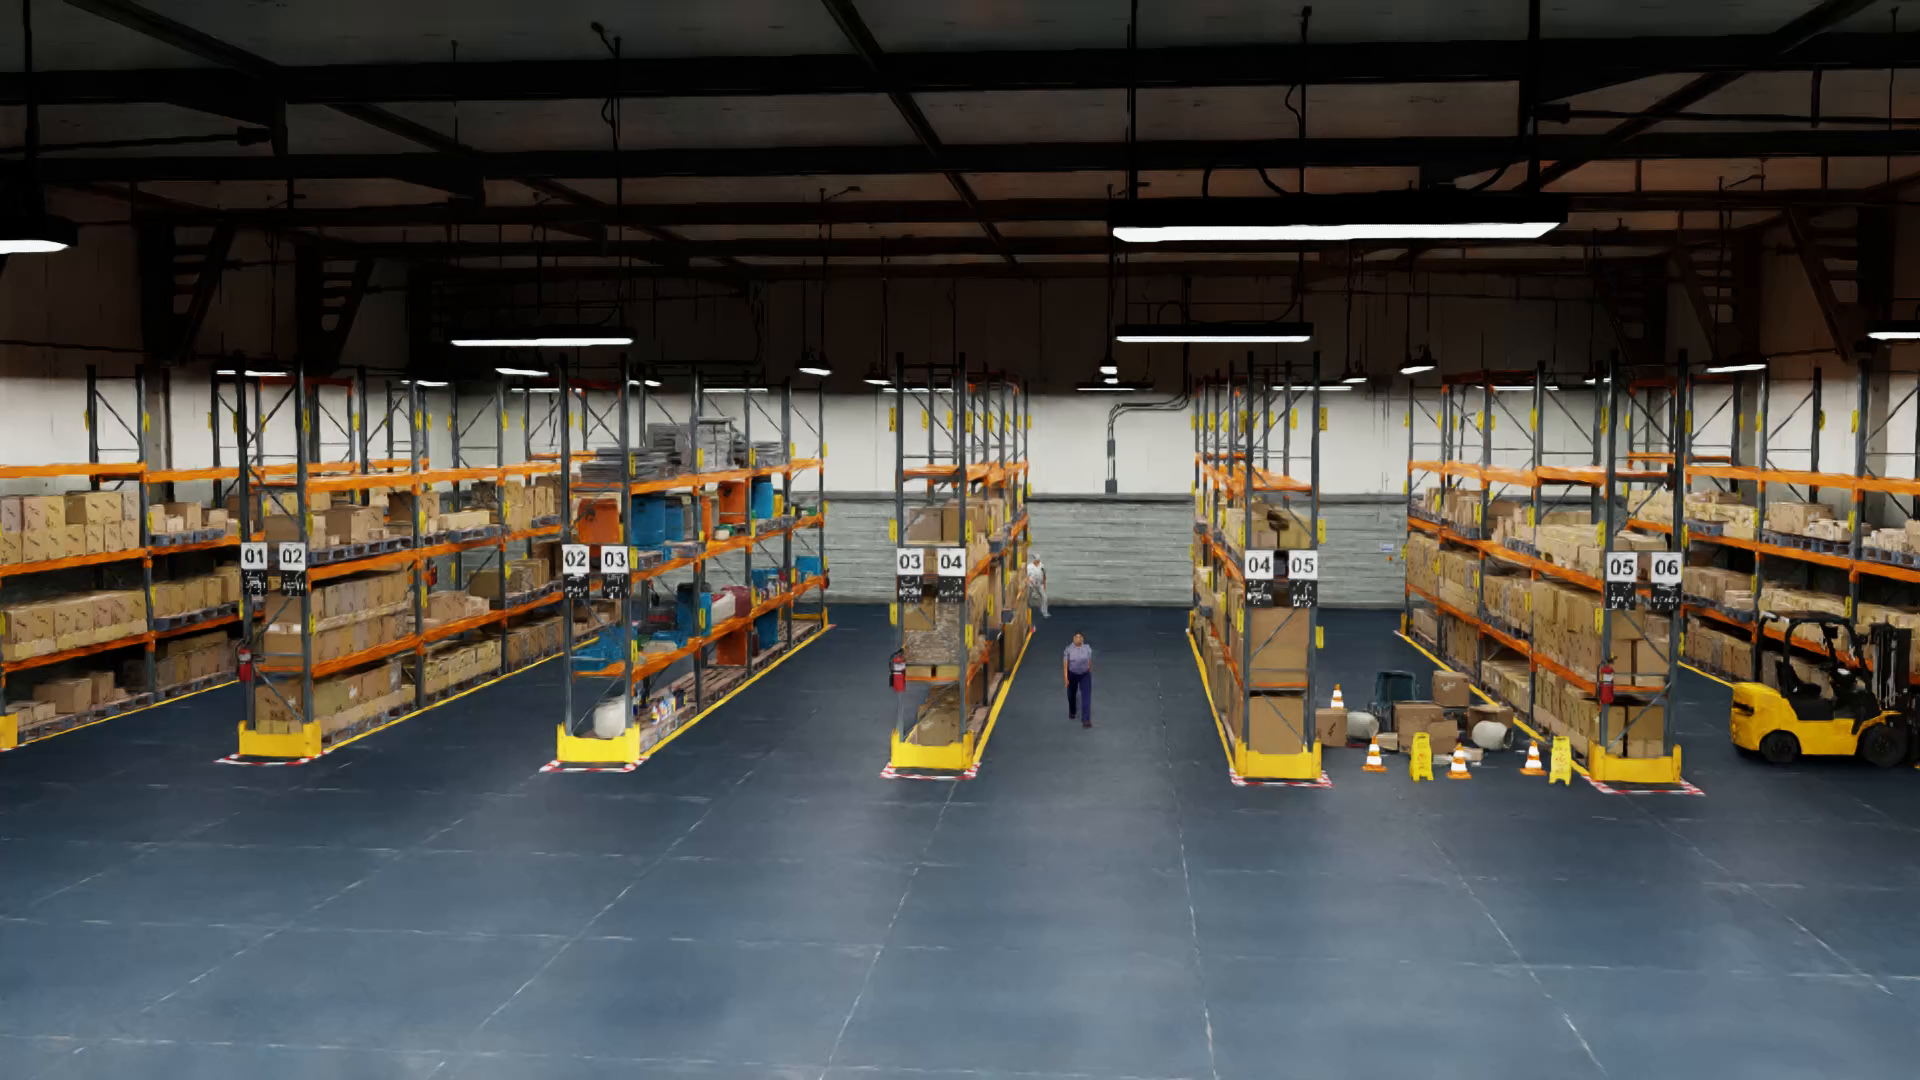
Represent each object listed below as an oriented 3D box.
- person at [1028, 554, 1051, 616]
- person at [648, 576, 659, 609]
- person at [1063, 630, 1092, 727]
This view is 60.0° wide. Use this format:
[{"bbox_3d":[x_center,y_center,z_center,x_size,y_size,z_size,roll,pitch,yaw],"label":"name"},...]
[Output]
[{"bbox_3d":[1.960,1.150,42.910,0.656,1.597,0.818,-1,4,-11],"label":"person"},{"bbox_3d":[-6.627,1.618,35.532,0.447,1.720,0.569,-2,4,-21],"label":"person"},{"bbox_3d":[1.936,2.255,27.425,0.481,1.565,1.091,0,4,3],"label":"person"}]
